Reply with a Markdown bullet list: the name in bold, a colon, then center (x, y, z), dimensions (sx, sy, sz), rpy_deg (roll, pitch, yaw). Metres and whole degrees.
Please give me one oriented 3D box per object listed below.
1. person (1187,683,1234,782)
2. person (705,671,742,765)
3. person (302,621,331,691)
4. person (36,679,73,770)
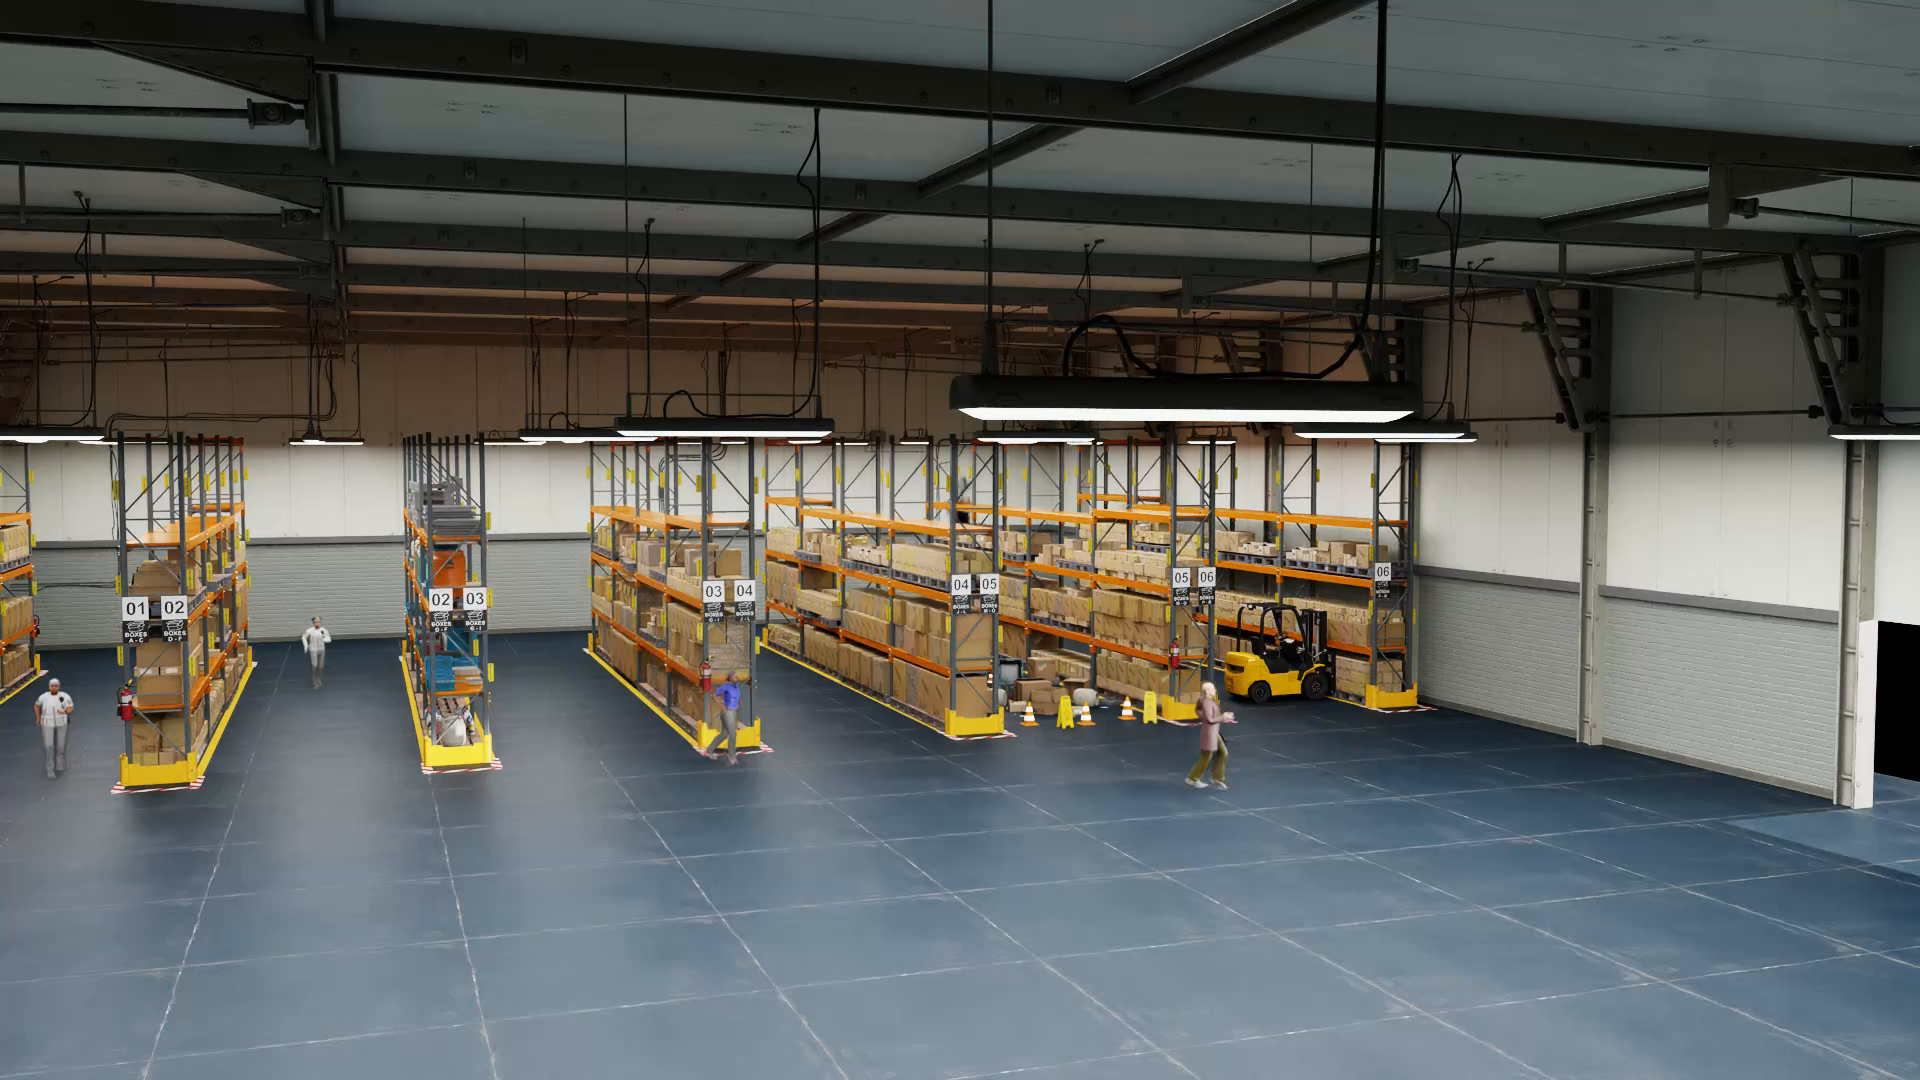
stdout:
- **person**: center (4.183, 3.211, 27.721), dimensions (0.773, 1.671, 0.686), rpy_deg (1, 3, 17)
- **person**: center (-4.253, 3.235, 30.357), dimensions (0.773, 1.701, 0.581), rpy_deg (1, 3, 19)
- **person**: center (-15.284, 2.695, 39.558), dimensions (0.587, 1.702, 0.791), rpy_deg (-2, 4, -32)
- **person**: center (-15.833, 3.203, 29.097), dimensions (0.565, 1.574, 0.722), rpy_deg (-2, 4, -31)
